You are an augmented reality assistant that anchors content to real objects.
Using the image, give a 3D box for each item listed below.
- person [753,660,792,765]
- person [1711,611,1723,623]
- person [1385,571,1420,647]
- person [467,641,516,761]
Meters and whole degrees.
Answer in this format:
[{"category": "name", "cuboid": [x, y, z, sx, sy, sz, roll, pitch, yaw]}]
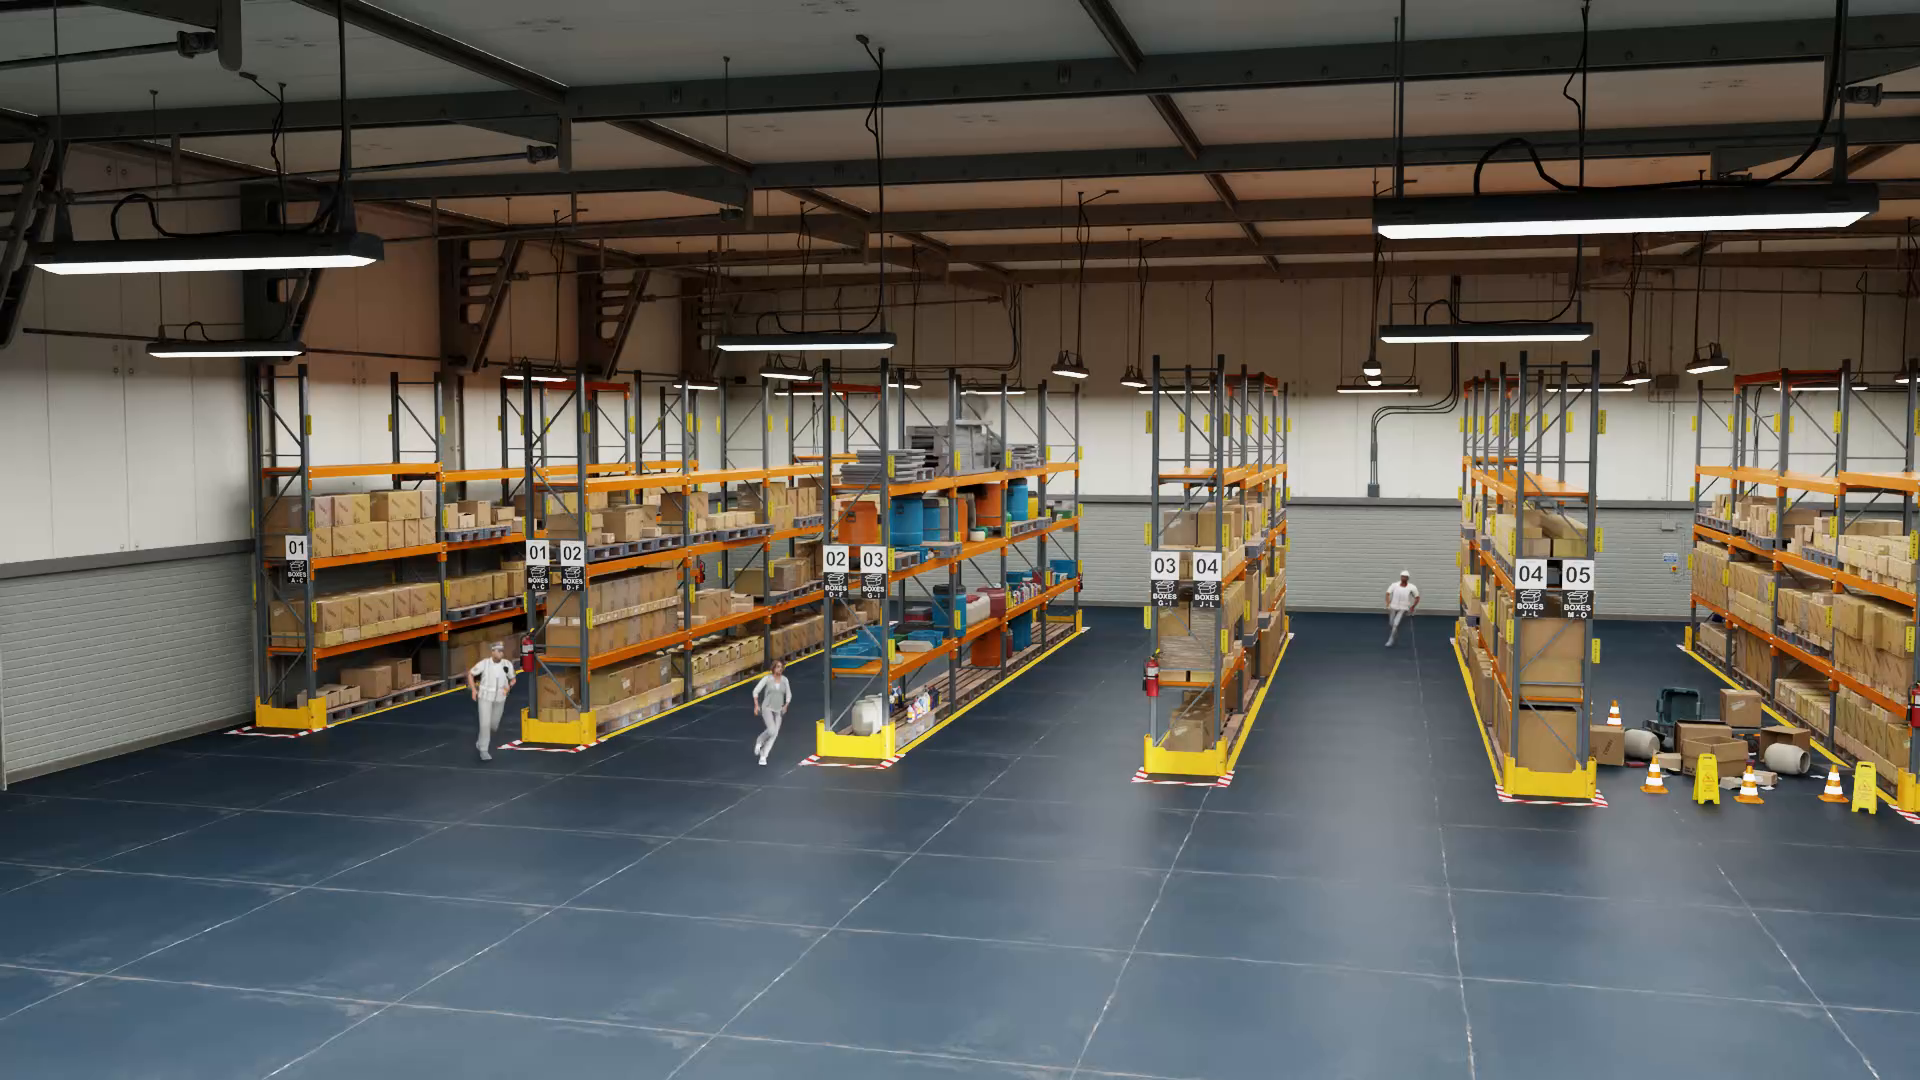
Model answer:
[{"category": "person", "cuboid": [-2.737, 2.545, 24.579, 0.569, 1.524, 0.466, -2, 4, -25]}, {"category": "person", "cuboid": [17.357, 1.583, 38.025, 0.638, 1.626, 0.774, -3, 5, -41]}, {"category": "person", "cuboid": [9.998, 1.553, 37.680, 0.755, 1.707, 0.761, 2, 4, 28]}, {"category": "person", "cuboid": [-7.079, 2.402, 25.215, 0.703, 1.743, 0.866, -2, 5, -32]}]
